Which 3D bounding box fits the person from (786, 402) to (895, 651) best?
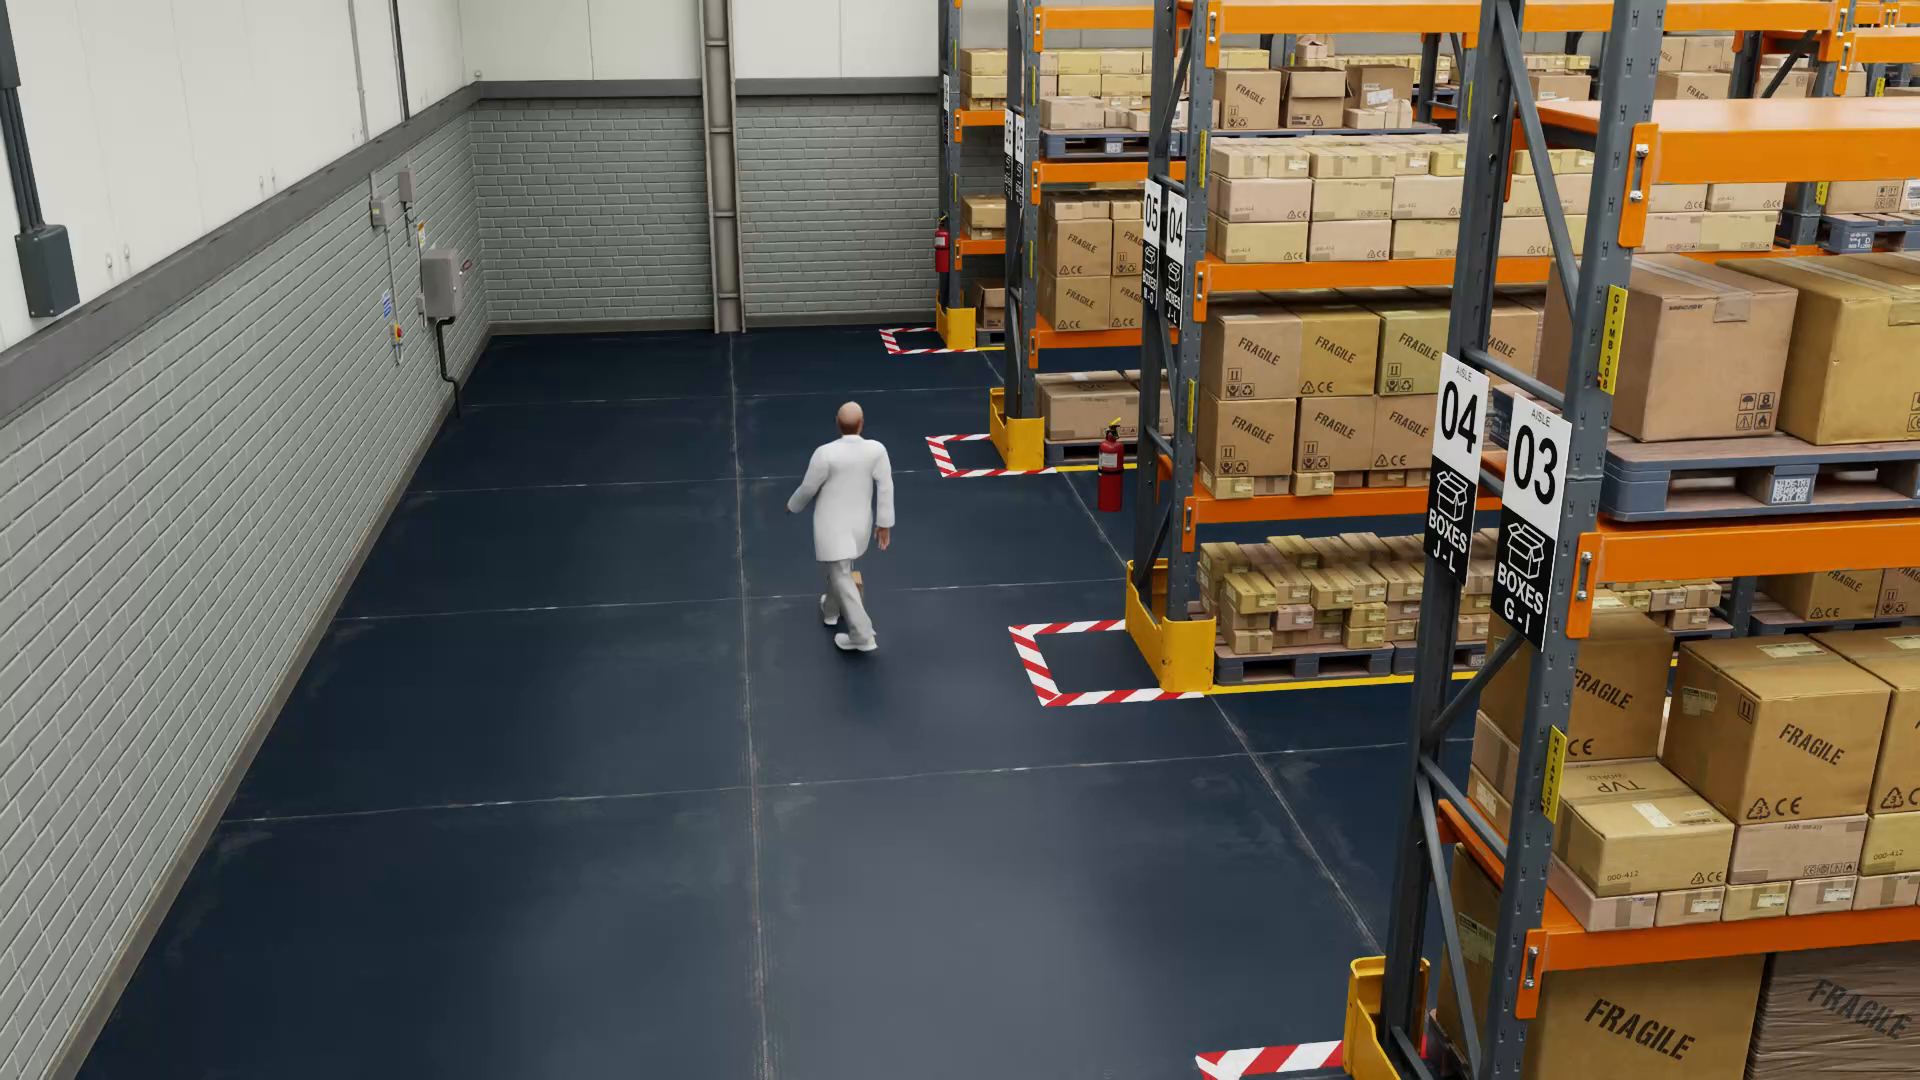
[{"bbox_3d":[-0.844,-0.147,11.533,0.642,1.729,1.028,-11,22,-27],"label":"person"}]
